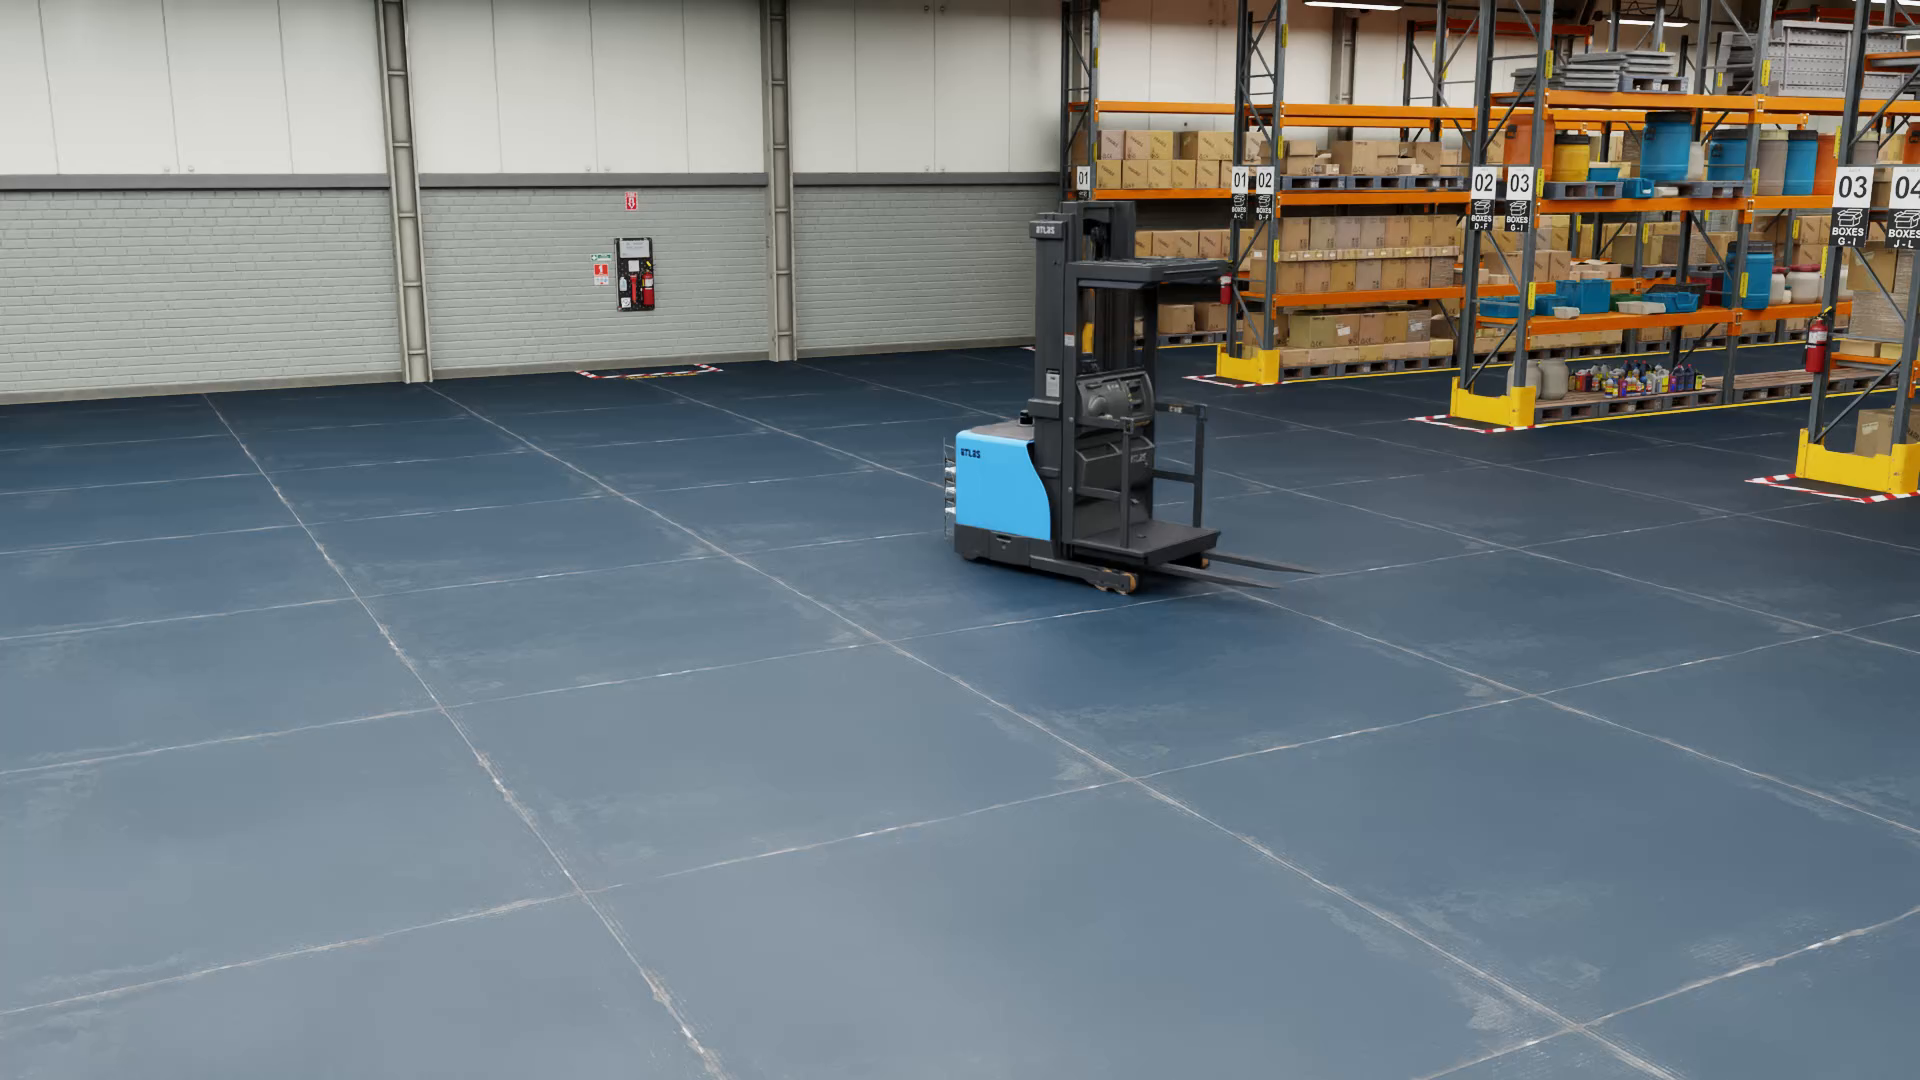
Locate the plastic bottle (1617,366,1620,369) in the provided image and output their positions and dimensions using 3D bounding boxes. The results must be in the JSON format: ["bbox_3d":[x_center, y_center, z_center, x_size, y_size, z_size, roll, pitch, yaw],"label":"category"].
[{"bbox_3d":[9.086,-2.269,23.044,0.133,0.283,0.061,-6,14,-25],"label":"plastic bottle"}]

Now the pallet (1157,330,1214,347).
[{"bbox_3d":[3.933,-3.756,30.817,1.213,0.211,1.003,-7,14,-28],"label":"pallet"}]

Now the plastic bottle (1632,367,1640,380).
[{"bbox_3d":[9.348,-2.254,23.004,0.097,0.271,0.097,0,13,0],"label":"plastic bottle"}]

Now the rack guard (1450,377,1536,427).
[{"bbox_3d":[6.858,-1.790,21.427,0.348,0.500,1.175,-7,14,-28],"label":"rack guard"}]

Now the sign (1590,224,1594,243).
[{"bbox_3d":[11.197,-5.419,29.401,0.005,0.325,0.100,-7,14,-28],"label":"sign"}]

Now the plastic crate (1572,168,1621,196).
[{"bbox_3d":[8.343,-4.707,21.898,0.575,0.384,0.392,-7,14,-28],"label":"plastic crate"}]

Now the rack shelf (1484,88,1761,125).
[{"bbox_3d":[8.569,-5.584,21.475,4.000,0.370,1.077,-7,14,-28],"label":"rack shelf"}]

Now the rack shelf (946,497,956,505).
[{"bbox_3d":[0.007,-0.320,14.541,0.200,0.077,0.258,-7,14,-28],"label":"rack shelf"}]

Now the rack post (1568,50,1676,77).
[{"bbox_3d":[8.499,-6.093,21.358,0.954,0.300,0.937,-7,15,-29],"label":"rack post"}]

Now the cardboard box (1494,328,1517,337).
[{"bbox_3d":[8.878,-3.553,27.593,0.500,0.311,0.500,-7,14,-29],"label":"cardboard box"}]

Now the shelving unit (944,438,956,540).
[{"bbox_3d":[0.007,-0.440,14.514,0.210,0.900,0.258,-7,14,-28],"label":"shelving unit"}]

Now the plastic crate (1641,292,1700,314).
[{"bbox_3d":[9.483,-3.172,22.213,0.616,0.251,0.499,-7,14,-28],"label":"plastic crate"}]

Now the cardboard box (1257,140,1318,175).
[{"bbox_3d":[4.950,-5.795,25.183,0.637,0.503,0.797,-6,14,-24],"label":"cardboard box"}]

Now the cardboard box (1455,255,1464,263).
[{"bbox_3d":[9.987,-5.657,33.443,0.250,0.149,0.380,-6,14,-26],"label":"cardboard box"}]

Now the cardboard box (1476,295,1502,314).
[{"bbox_3d":[10.569,-5.043,34.125,0.750,0.750,0.750,-7,14,-28],"label":"cardboard box"}]

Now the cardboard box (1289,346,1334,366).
[{"bbox_3d":[5.458,-2.878,25.873,0.500,0.250,0.500,-7,14,-28],"label":"cardboard box"}]

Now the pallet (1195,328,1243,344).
[{"bbox_3d":[5.005,-3.885,31.392,1.213,0.211,1.003,-7,14,-28],"label":"pallet"}]

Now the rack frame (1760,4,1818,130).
[{"bbox_3d":[14.976,-8.137,30.270,0.127,3.000,1.000,-7,14,-28],"label":"rack frame"}]

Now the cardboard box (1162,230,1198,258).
[{"bbox_3d":[3.972,-5.357,30.168,0.500,0.500,0.500,-6,14,-26],"label":"cardboard box"}]

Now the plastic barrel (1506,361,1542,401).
[{"bbox_3d":[7.354,-2.068,21.676,0.421,0.512,0.421,0,13,0],"label":"plastic barrel"}]

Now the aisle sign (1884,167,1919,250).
[{"bbox_3d":[9.276,-3.242,16.264,0.004,0.787,0.394,-7,14,-28],"label":"aisle sign"}]

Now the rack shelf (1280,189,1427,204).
[{"bbox_3d":[7.333,-6.646,32.114,4.000,0.370,1.077,-7,14,-28],"label":"rack shelf"}]

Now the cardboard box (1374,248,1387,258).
[{"bbox_3d":[6.471,-4.502,26.078,0.250,0.149,0.380,-6,14,-26],"label":"cardboard box"}]

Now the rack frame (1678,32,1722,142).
[{"bbox_3d":[16.110,-9.512,36.380,0.127,3.000,1.000,-7,14,-28],"label":"rack frame"}]

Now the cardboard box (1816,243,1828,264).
[{"bbox_3d":[16.002,-5.315,31.165,0.500,0.500,0.500,-7,14,-27],"label":"cardboard box"}]

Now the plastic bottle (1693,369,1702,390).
[{"bbox_3d":[10.060,-2.189,22.689,0.133,0.283,0.061,-6,14,-25],"label":"plastic bottle"}]

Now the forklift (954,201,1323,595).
[{"bbox_3d":[1.387,-1.140,13.001,3.031,2.935,1.130,11,17,40],"label":"forklift"}]

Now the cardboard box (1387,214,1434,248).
[{"bbox_3d":[7.125,-4.949,26.586,0.500,0.500,0.700,-7,14,-28],"label":"cardboard box"}]

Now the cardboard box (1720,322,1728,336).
[{"bbox_3d":[13.802,-3.995,30.221,0.500,0.500,0.500,-7,14,-27],"label":"cardboard box"}]

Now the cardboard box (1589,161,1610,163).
[{"bbox_3d":[13.332,-7.830,34.897,0.500,0.250,0.500,-7,14,-28],"label":"cardboard box"}]

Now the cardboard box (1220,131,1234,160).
[{"bbox_3d":[4.789,-7.168,30.244,0.500,0.500,0.500,-6,14,-25],"label":"cardboard box"}]

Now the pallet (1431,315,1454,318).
[{"bbox_3d":[9.816,-4.452,33.910,1.213,0.211,1.003,-7,14,-28],"label":"pallet"}]

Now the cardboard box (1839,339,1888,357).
[{"bbox_3d":[9.338,-1.986,17.173,0.250,0.149,0.380,-7,14,-28],"label":"cardboard box"}]

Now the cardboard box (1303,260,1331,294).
[{"bbox_3d":[5.318,-4.100,25.766,0.500,0.500,0.700,-6,14,-26],"label":"cardboard box"}]

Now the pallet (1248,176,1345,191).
[{"bbox_3d":[5.076,-5.438,25.308,1.213,0.211,1.003,-7,14,-28],"label":"pallet"}]

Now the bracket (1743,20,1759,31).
[{"bbox_3d":[17.871,-11.607,37.490,0.430,0.232,0.235,-7,14,-28],"label":"bracket"}]

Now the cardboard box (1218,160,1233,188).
[{"bbox_3d":[4.803,-6.693,30.414,0.500,0.500,0.500,-8,15,-33],"label":"cardboard box"}]

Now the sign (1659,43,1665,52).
[{"bbox_3d":[11.734,-8.143,27.807,0.005,0.325,0.100,-7,14,-28],"label":"sign"}]

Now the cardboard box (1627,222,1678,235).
[{"bbox_3d":[15.034,-6.597,36.410,0.700,0.700,0.980,-7,14,-28],"label":"cardboard box"}]

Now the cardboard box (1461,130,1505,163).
[{"bbox_3d":[8.515,-6.387,27.003,0.500,0.500,0.500,-7,14,-27],"label":"cardboard box"}]

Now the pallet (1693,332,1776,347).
[{"bbox_3d":[14.280,-3.757,30.823,1.213,0.211,1.003,-7,14,-28],"label":"pallet"}]

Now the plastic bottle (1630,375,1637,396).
[{"bbox_3d":[8.943,-2.054,22.115,0.097,0.271,0.097,0,13,0],"label":"plastic bottle"}]

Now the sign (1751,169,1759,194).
[{"bbox_3d":[10.578,-4.774,22.140,0.005,0.325,0.100,-7,14,-28],"label":"sign"}]

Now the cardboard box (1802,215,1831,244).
[{"bbox_3d":[15.977,-5.797,31.029,0.500,0.500,0.500,-7,15,-30],"label":"cardboard box"}]

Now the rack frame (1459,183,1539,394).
[{"bbox_3d":[6.813,-2.993,21.076,0.127,3.000,1.000,-7,14,-28],"label":"rack frame"}]

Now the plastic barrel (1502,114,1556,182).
[{"bbox_3d":[7.179,-4.946,20.990,0.708,0.830,0.600,-7,14,-28],"label":"plastic barrel"}]

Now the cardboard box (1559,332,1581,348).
[{"bbox_3d":[10.227,-3.443,28.384,0.500,0.250,0.500,-6,14,-27],"label":"cardboard box"}]

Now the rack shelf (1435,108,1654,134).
[{"bbox_3d":[9.710,-6.960,27.589,4.000,0.370,1.077,-7,14,-28],"label":"rack shelf"}]

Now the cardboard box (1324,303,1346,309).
[{"bbox_3d":[7.112,-4.509,32.503,0.500,0.500,0.700,-7,14,-27],"label":"cardboard box"}]

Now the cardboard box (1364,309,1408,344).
[{"bbox_3d":[6.770,-3.403,26.498,0.500,0.500,0.500,-7,14,-28],"label":"cardboard box"}]

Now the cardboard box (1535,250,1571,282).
[{"bbox_3d":[10.000,-4.659,28.250,0.500,0.500,0.500,-8,15,-31],"label":"cardboard box"}]
